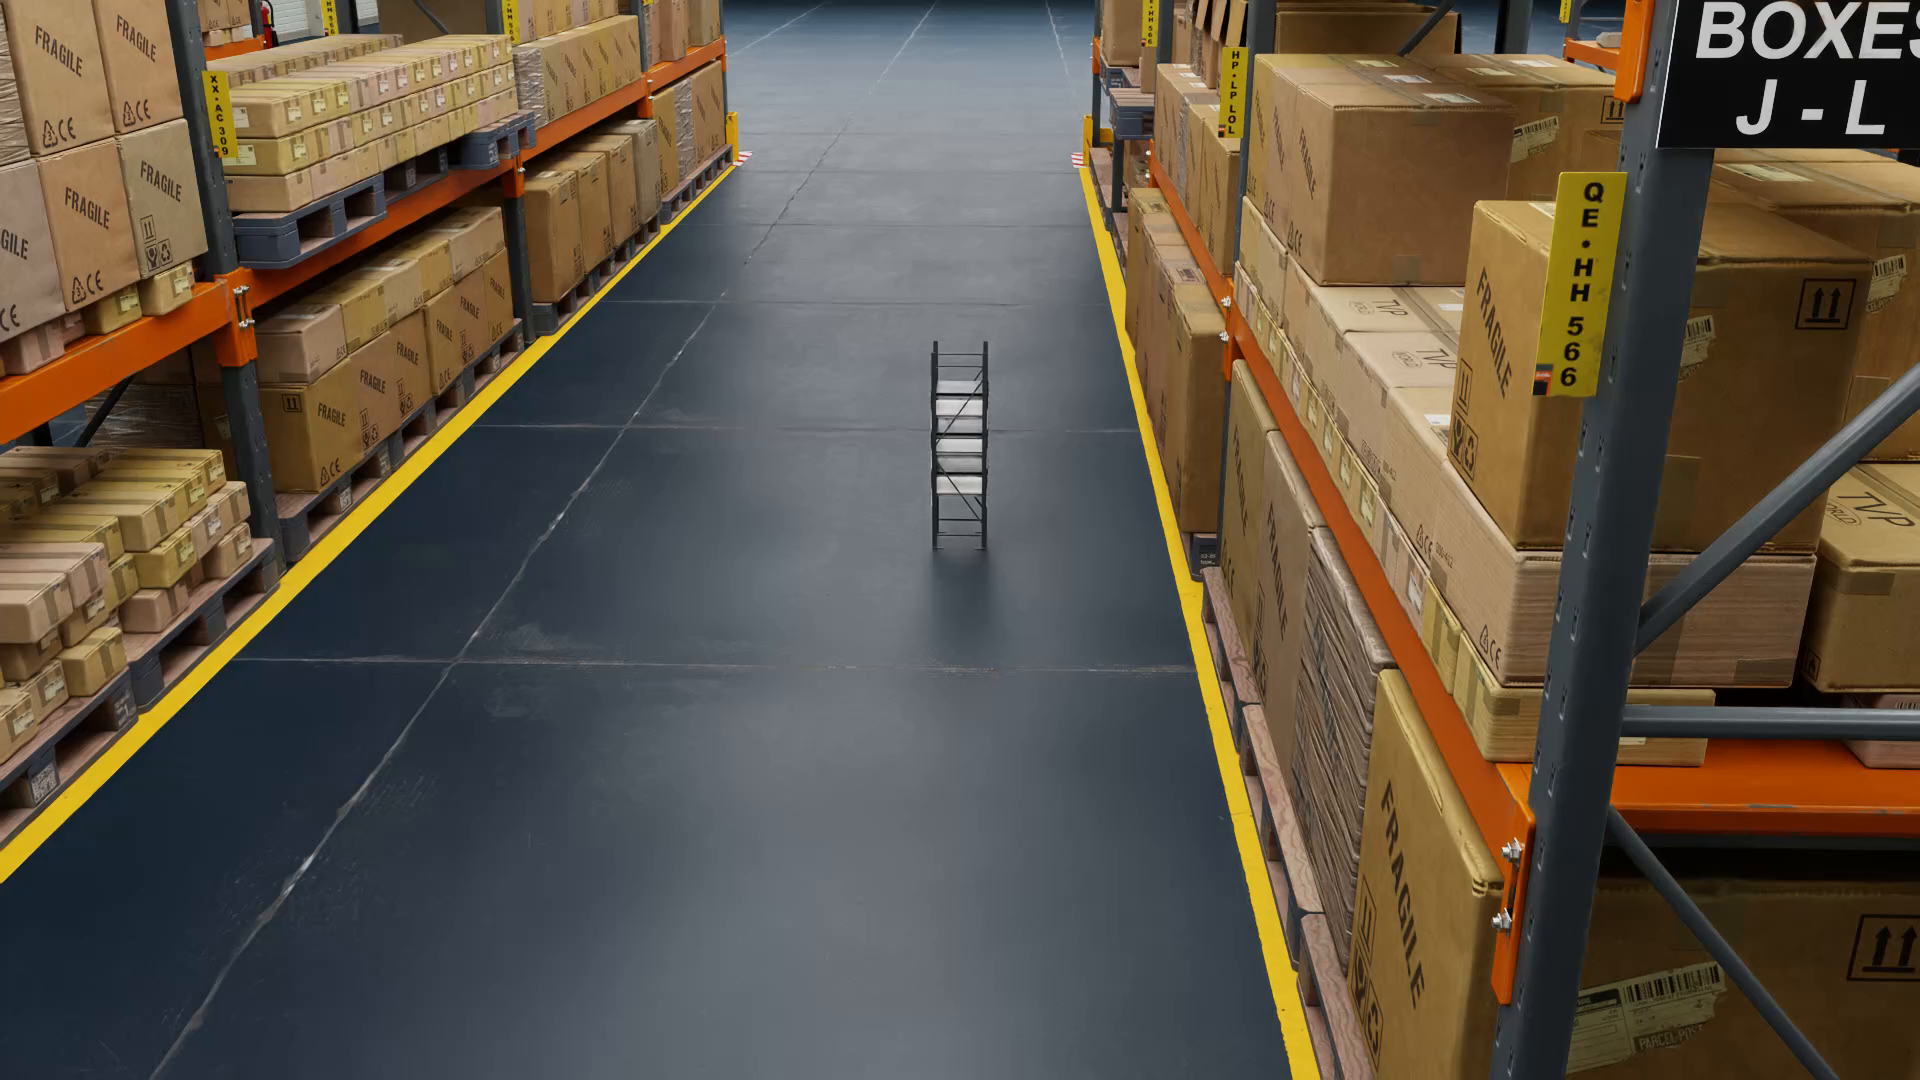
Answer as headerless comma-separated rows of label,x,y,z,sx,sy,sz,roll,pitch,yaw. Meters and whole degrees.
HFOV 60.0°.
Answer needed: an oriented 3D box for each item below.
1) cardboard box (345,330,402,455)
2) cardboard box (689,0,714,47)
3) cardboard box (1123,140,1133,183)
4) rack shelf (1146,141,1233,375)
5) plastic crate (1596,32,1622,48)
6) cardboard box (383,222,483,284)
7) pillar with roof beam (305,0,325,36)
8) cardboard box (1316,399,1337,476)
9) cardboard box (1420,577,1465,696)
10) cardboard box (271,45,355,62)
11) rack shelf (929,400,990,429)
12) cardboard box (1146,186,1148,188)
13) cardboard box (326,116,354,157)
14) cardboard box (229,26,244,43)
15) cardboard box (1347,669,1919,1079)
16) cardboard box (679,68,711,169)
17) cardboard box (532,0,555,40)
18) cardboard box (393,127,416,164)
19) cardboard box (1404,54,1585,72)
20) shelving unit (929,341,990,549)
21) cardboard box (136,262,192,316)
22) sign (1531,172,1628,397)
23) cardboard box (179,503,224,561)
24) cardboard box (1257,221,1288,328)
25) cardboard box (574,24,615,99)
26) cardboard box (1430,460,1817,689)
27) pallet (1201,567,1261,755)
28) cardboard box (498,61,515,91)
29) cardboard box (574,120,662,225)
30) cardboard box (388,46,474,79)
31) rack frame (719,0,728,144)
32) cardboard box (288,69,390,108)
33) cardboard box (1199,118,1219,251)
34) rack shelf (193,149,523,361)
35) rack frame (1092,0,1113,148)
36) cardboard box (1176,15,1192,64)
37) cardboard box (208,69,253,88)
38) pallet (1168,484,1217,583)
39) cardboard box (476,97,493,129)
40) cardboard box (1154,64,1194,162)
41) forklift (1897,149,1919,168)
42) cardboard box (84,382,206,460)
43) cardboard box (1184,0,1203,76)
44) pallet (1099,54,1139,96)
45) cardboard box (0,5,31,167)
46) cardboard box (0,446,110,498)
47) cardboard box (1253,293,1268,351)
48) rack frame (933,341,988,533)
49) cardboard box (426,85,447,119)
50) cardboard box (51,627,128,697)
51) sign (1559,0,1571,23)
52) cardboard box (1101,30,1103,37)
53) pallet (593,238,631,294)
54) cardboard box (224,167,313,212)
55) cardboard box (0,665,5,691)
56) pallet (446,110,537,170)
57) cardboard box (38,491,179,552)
cardboard box,-3.096,-0.726,8.129,0.500,0.500,0.500,2,21,4
cardboard box,-2.994,-5.315,16.873,0.875,0.550,0.550,1,21,2
cardboard box,1.802,-3.649,15.661,0.500,0.500,0.500,-1,21,-3
rack shelf,1.617,-1.537,8.337,1.077,0.370,4.000,1,21,2
plastic crate,6.523,-4.990,16.608,0.298,0.136,0.250,1,21,2
cardboard box,-3.040,-1.634,9.431,0.500,0.250,0.500,1,21,2
pillar with roof beam,-9.017,-14.666,32.887,9.100,9.000,0.400,1,21,2
cardboard box,1.163,-0.271,4.427,0.380,0.149,0.250,1,21,3
cardboard box,1.123,0.188,3.245,0.380,0.149,0.250,1,21,2
cardboard box,-3.510,-2.596,9.017,0.380,0.149,0.250,0,21,-1
rack shelf,0.000,-0.553,7.306,0.258,0.077,0.200,1,21,2
cardboard box,1.693,-2.283,12.114,0.700,0.500,0.500,2,21,6
cardboard box,-2.913,-1.782,7.330,0.380,0.149,0.250,1,21,3
cardboard box,-7.678,-5.249,17.258,0.380,0.149,0.250,0,21,1
cardboard box,1.374,0.860,3.523,0.875,0.875,0.875,1,21,2
cardboard box,-3.012,-4.220,16.615,0.875,0.875,0.875,0,21,1
cardboard box,-3.225,-3.730,11.474,0.700,0.500,0.500,0,21,1
cardboard box,-2.892,-1.928,8.119,0.380,0.149,0.250,0,21,1
cardboard box,1.810,-1.398,5.745,0.500,0.500,0.500,1,21,3
shelving unit,0.000,-0.417,7.359,0.258,0.900,0.210,1,21,2
cardboard box,-3.072,-0.923,6.108,0.380,0.149,0.250,0,21,0
sign,0.893,-0.364,2.392,0.100,0.325,0.005,1,21,2
cardboard box,-3.086,-0.030,6.409,0.380,0.149,0.250,0,21,-1
cardboard box,1.260,-0.871,5.423,0.500,0.250,0.500,1,21,1
cardboard box,-2.934,-3.622,12.579,0.500,0.500,0.500,1,21,2
cardboard box,1.184,0.050,3.049,0.500,0.250,0.500,0,21,1
pallet,1.455,0.425,6.142,1.003,0.211,1.213,1,21,2
cardboard box,-2.836,-2.720,9.748,0.380,0.149,0.250,1,21,3
cardboard box,-3.084,-3.054,13.783,1.050,0.750,0.750,1,21,1
cardboard box,-2.855,-2.578,8.971,0.380,0.149,0.250,1,21,3
rack frame,-3.033,-5.579,17.761,1.000,3.000,0.127,1,21,2
cardboard box,-2.896,-2.110,7.764,0.380,0.149,0.250,0,21,1
cardboard box,1.320,-1.547,7.230,0.500,0.500,0.500,1,21,3
rack shelf,-3.337,-1.628,8.572,1.077,0.370,4.000,1,21,2
rack frame,1.922,-5.488,17.526,1.000,3.000,0.127,1,21,2
cardboard box,1.655,-3.033,10.481,0.500,0.500,0.500,-2,21,-5
cardboard box,-3.545,-2.118,7.785,0.380,0.149,0.250,0,21,0
pallet,1.505,-0.129,7.569,1.003,0.211,1.213,1,21,2
cardboard box,-2.849,-2.399,9.331,0.380,0.149,0.250,1,21,3
cardboard box,1.391,-2.469,9.608,0.500,0.500,0.500,1,21,3
forklift,4.255,-1.054,6.192,3.031,2.935,1.130,-11,24,-25
cardboard box,-3.627,-0.541,7.651,0.500,0.500,0.500,0,21,1
cardboard box,1.640,-2.845,9.190,0.797,0.503,0.637,1,21,3
pallet,1.631,-3.677,13.125,1.003,0.211,1.213,1,21,2
cardboard box,-3.182,-1.347,4.921,0.500,0.500,0.500,1,21,3
cardboard box,-3.616,-0.262,6.595,0.380,0.149,0.250,1,21,4
cardboard box,1.200,-0.738,5.632,0.380,0.149,0.250,1,21,3
rack frame,0.003,-0.453,7.453,0.240,0.900,0.006,1,21,2
cardboard box,-2.873,-2.254,8.546,0.380,0.149,0.250,1,21,3
cardboard box,-3.101,0.413,5.678,0.380,0.149,0.250,1,21,2
sign,6.322,-5.570,17.355,0.100,0.325,0.005,1,21,2
cardboard box,1.625,-5.090,16.847,0.380,0.149,0.250,1,21,2
pallet,-3.137,-2.111,12.677,1.003,0.211,1.213,1,21,2
cardboard box,-2.926,-1.456,6.902,0.380,0.149,0.250,0,21,-1
cardboard box,-3.249,0.442,5.193,0.380,0.149,0.250,2,21,4
pallet,-3.192,-2.338,9.673,1.213,0.211,1.003,1,21,2
cardboard box,-3.117,-0.070,6.100,0.380,0.149,0.250,0,21,1
